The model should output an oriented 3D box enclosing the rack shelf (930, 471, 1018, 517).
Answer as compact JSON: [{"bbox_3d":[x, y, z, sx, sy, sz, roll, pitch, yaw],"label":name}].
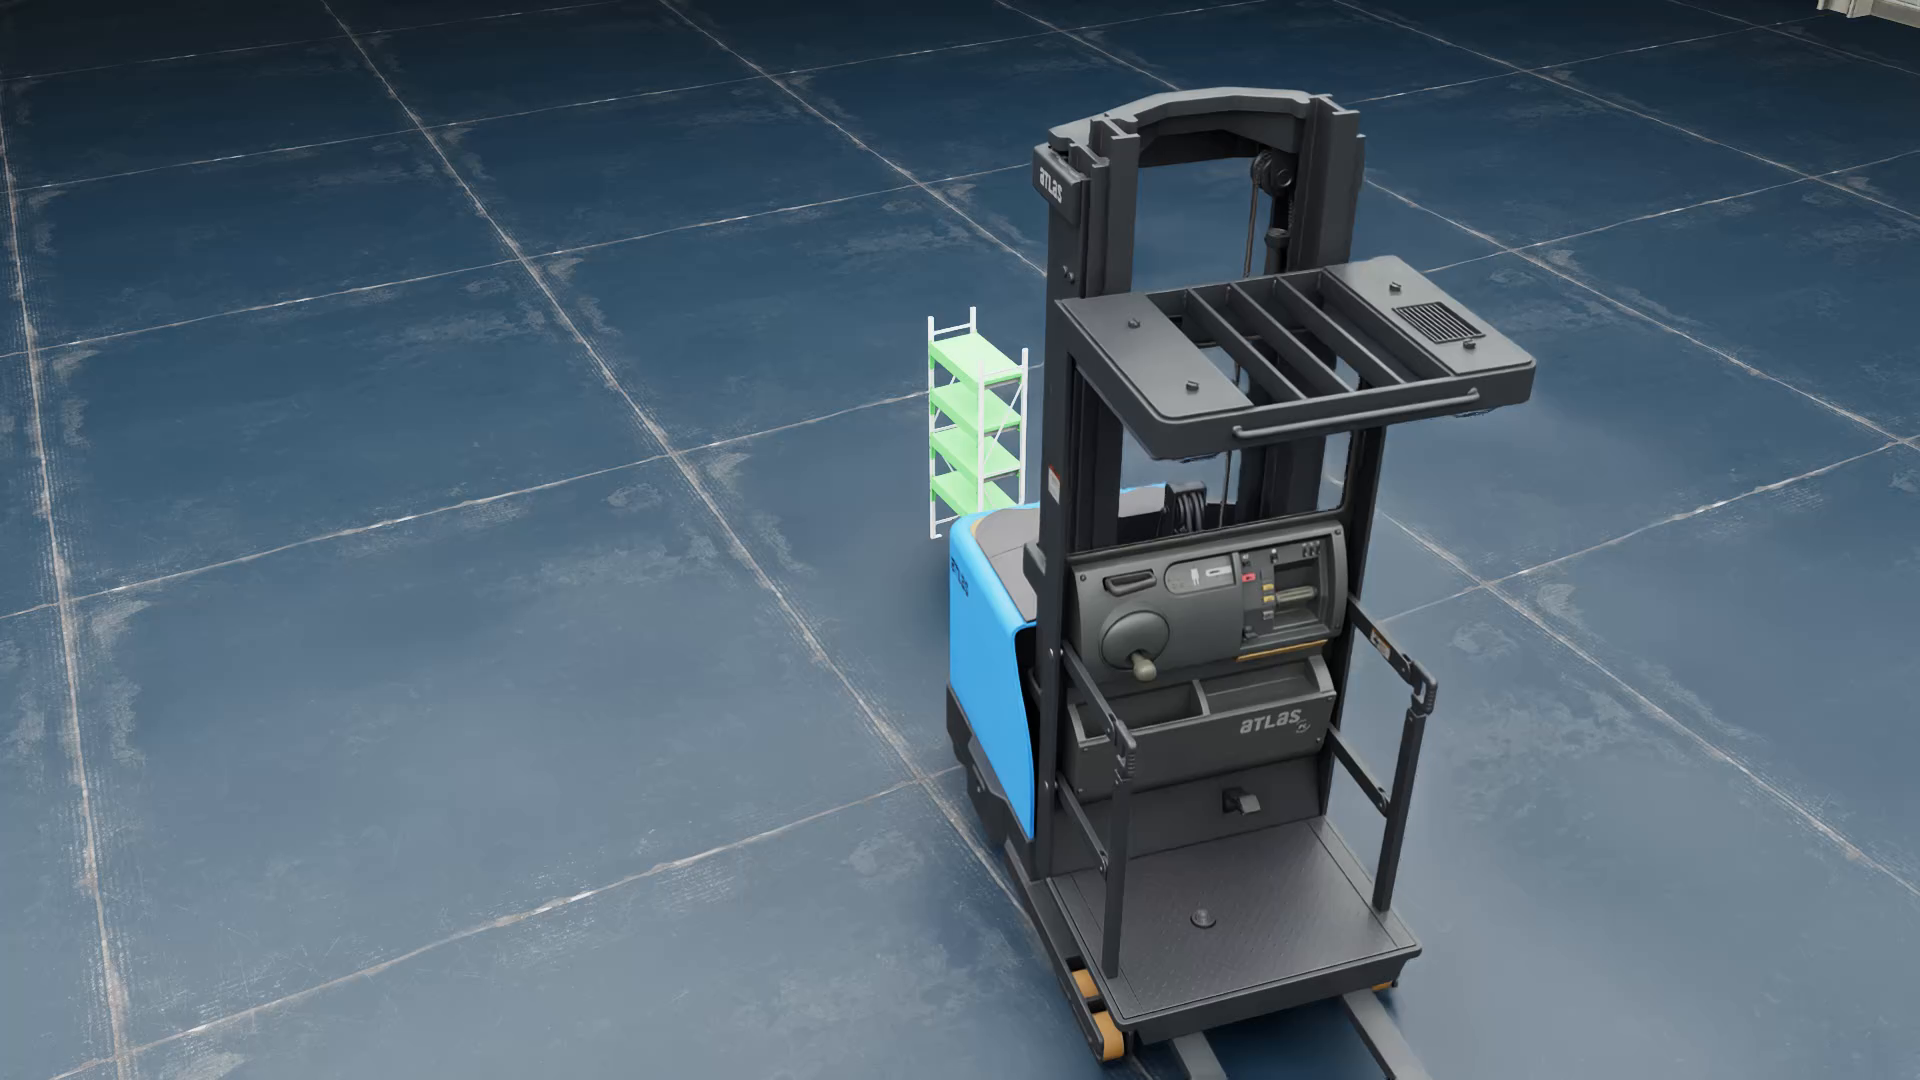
[{"bbox_3d":[0.077,-0.170,7.967,0.258,0.148,0.480,-16,36,-23],"label":"rack shelf"}]

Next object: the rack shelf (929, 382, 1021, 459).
[{"bbox_3d":[0.077,-0.574,7.708,0.258,0.148,0.480,-16,36,-23],"label":"rack shelf"}]

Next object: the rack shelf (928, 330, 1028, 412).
[{"bbox_3d":[0.077,-0.777,7.579,0.258,0.148,0.480,-16,36,-23],"label":"rack shelf"}]

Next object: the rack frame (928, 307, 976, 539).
[{"bbox_3d":[-0.037,-0.543,7.985,0.240,1.200,0.015,-16,36,-23],"label":"rack frame"}]

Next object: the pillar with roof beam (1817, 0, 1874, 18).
[{"bbox_3d":[4.899,-7.915,12.263,9.100,9.000,0.400,-16,36,-23],"label":"pillar with roof beam"}]

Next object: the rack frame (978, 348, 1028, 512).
[{"bbox_3d":[0.191,-0.310,7.621,0.240,1.200,0.015,-16,36,-23],"label":"rack frame"}]

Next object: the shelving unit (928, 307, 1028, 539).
[{"bbox_3d":[0.077,-0.426,7.803,0.258,1.200,0.503,-16,36,-23],"label":"shelving unit"}]

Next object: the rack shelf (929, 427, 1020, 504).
[{"bbox_3d":[0.077,-0.372,7.837,0.258,0.148,0.480,-16,36,-23],"label":"rack shelf"}]

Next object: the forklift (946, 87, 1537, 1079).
[{"bbox_3d":[0.874,0.256,5.134,1.130,2.935,3.031,-10,34,-15],"label":"forklift"}]
